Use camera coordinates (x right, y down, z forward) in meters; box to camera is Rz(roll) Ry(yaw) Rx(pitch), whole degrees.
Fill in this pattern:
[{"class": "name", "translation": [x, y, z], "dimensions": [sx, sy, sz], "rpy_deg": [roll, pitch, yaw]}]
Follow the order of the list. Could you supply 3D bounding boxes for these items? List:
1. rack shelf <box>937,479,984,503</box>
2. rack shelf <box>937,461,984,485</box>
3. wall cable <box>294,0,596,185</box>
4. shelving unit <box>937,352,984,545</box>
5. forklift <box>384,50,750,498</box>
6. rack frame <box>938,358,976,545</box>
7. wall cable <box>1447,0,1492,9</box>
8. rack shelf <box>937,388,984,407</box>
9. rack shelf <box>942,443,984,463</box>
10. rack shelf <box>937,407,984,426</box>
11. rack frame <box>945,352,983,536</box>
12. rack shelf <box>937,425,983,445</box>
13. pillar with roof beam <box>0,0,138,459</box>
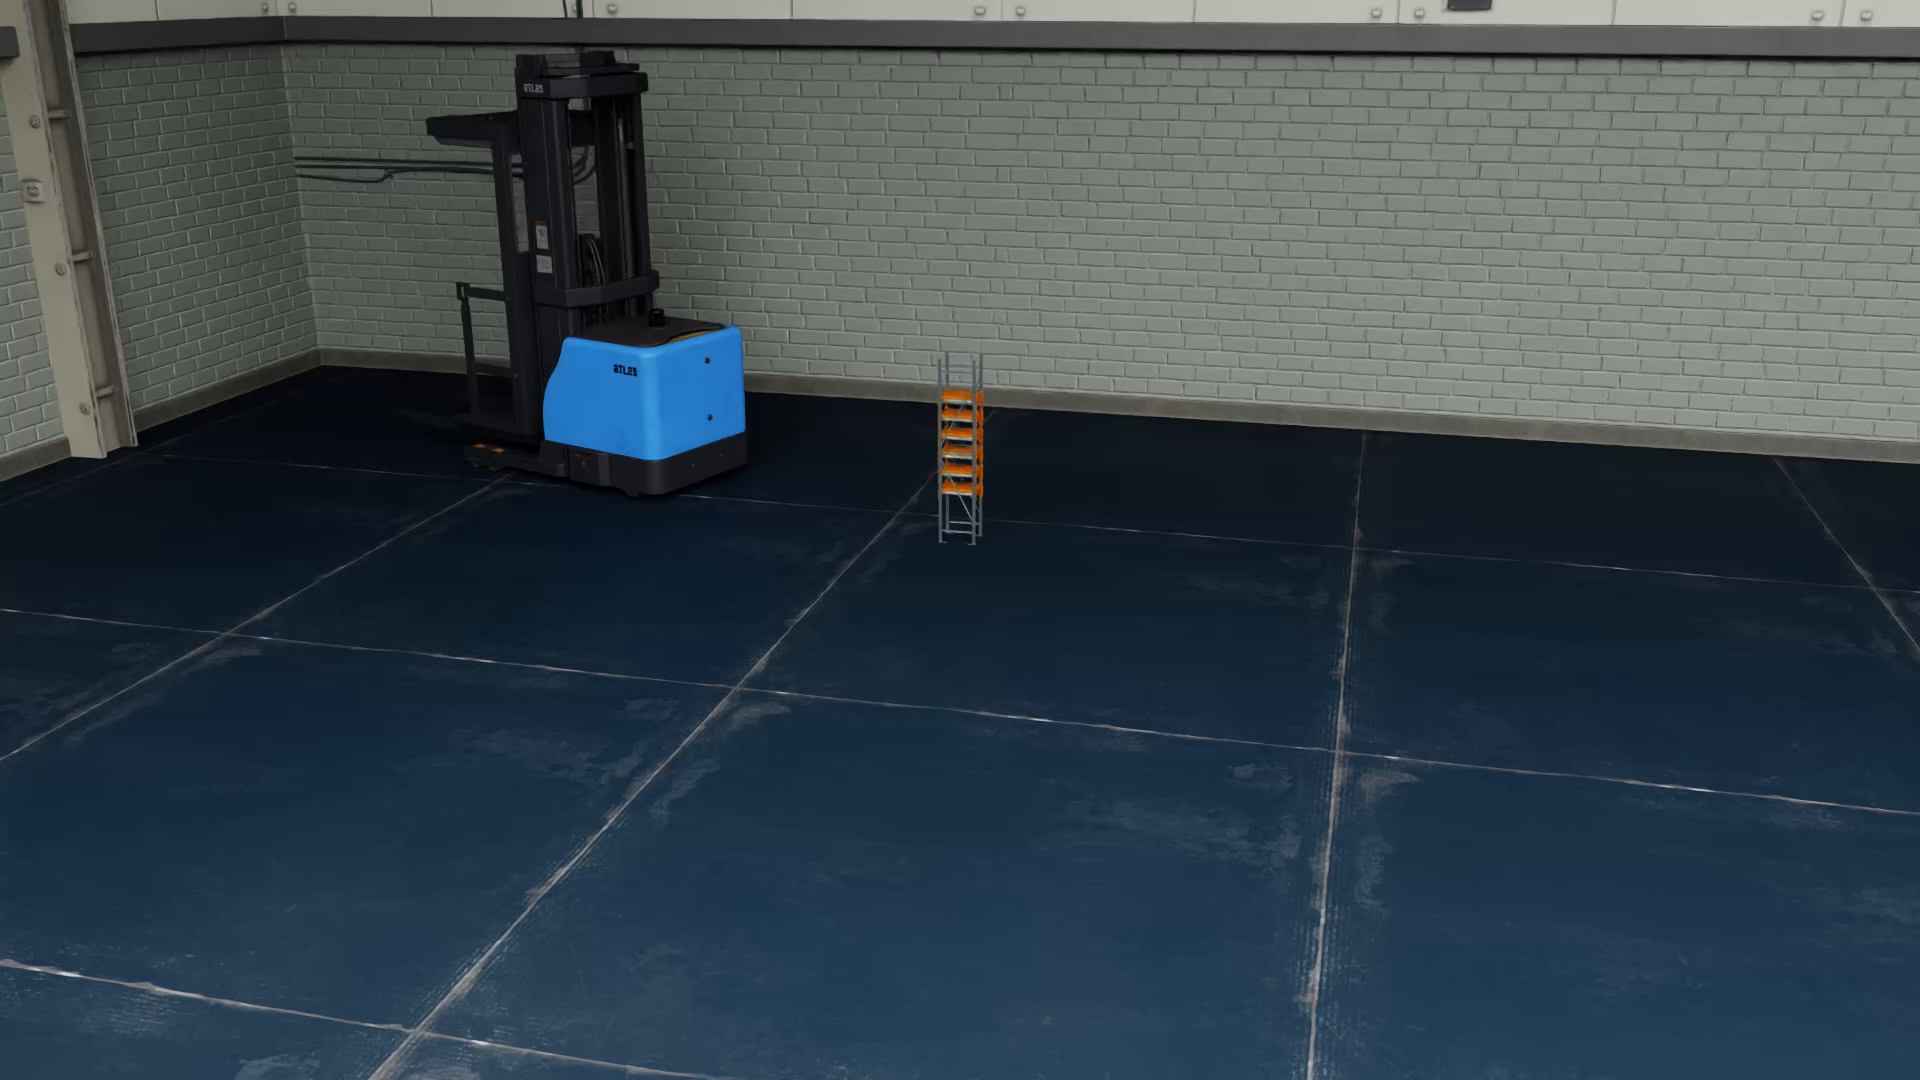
[{"class": "rack shelf", "translation": [0.004, -0.303, 10.599], "dimensions": [0.258, 0.103, 0.180], "rpy_deg": [5, 19, 13]}, {"class": "rack shelf", "translation": [0.004, -0.417, 10.560], "dimensions": [0.258, 0.103, 0.180], "rpy_deg": [5, 19, 13]}, {"class": "wall cable", "translation": [-4.533, -4.293, 14.138], "dimensions": [3.097, 2.526, 0.112], "rpy_deg": [5, 19, 13]}, {"class": "shelving unit", "translation": [0.004, -0.572, 10.507], "dimensions": [0.258, 1.200, 0.189], "rpy_deg": [5, 19, 13]}, {"class": "forklift", "translation": [-3.052, -2.023, 12.074], "dimensions": [3.031, 2.935, 1.130], "rpy_deg": [12, 22, 31]}, {"class": "rack frame", "translation": [-0.019, -0.544, 10.423], "dimensions": [0.240, 1.200, 0.006], "rpy_deg": [5, 19, 13]}, {"class": "wall cable", "translation": [4.668, -6.617, 10.877], "dimensions": [2.305, 6.003, 0.169], "rpy_deg": [5, 19, 13]}, {"class": "rack shelf", "translation": [0.004, -0.871, 10.405], "dimensions": [0.258, 0.103, 0.180], "rpy_deg": [5, 19, 13]}, {"class": "rack shelf", "translation": [0.004, -0.530, 10.521], "dimensions": [0.258, 0.103, 0.180], "rpy_deg": [5, 19, 13]}, {"class": "rack shelf", "translation": [0.004, -0.757, 10.444], "dimensions": [0.258, 0.103, 0.180], "rpy_deg": [5, 19, 13]}, {"class": "rack frame", "translation": [0.026, -0.601, 10.591], "dimensions": [0.240, 1.200, 0.006], "rpy_deg": [5, 19, 13]}, {"class": "rack shelf", "translation": [0.004, -0.644, 10.483], "dimensions": [0.258, 0.103, 0.180], "rpy_deg": [5, 19, 13]}, {"class": "pillar with roof beam", "translation": [-2.361, -4.603, 10.243], "dimensions": [9.100, 9.000, 0.400], "rpy_deg": [5, 19, 13]}]
